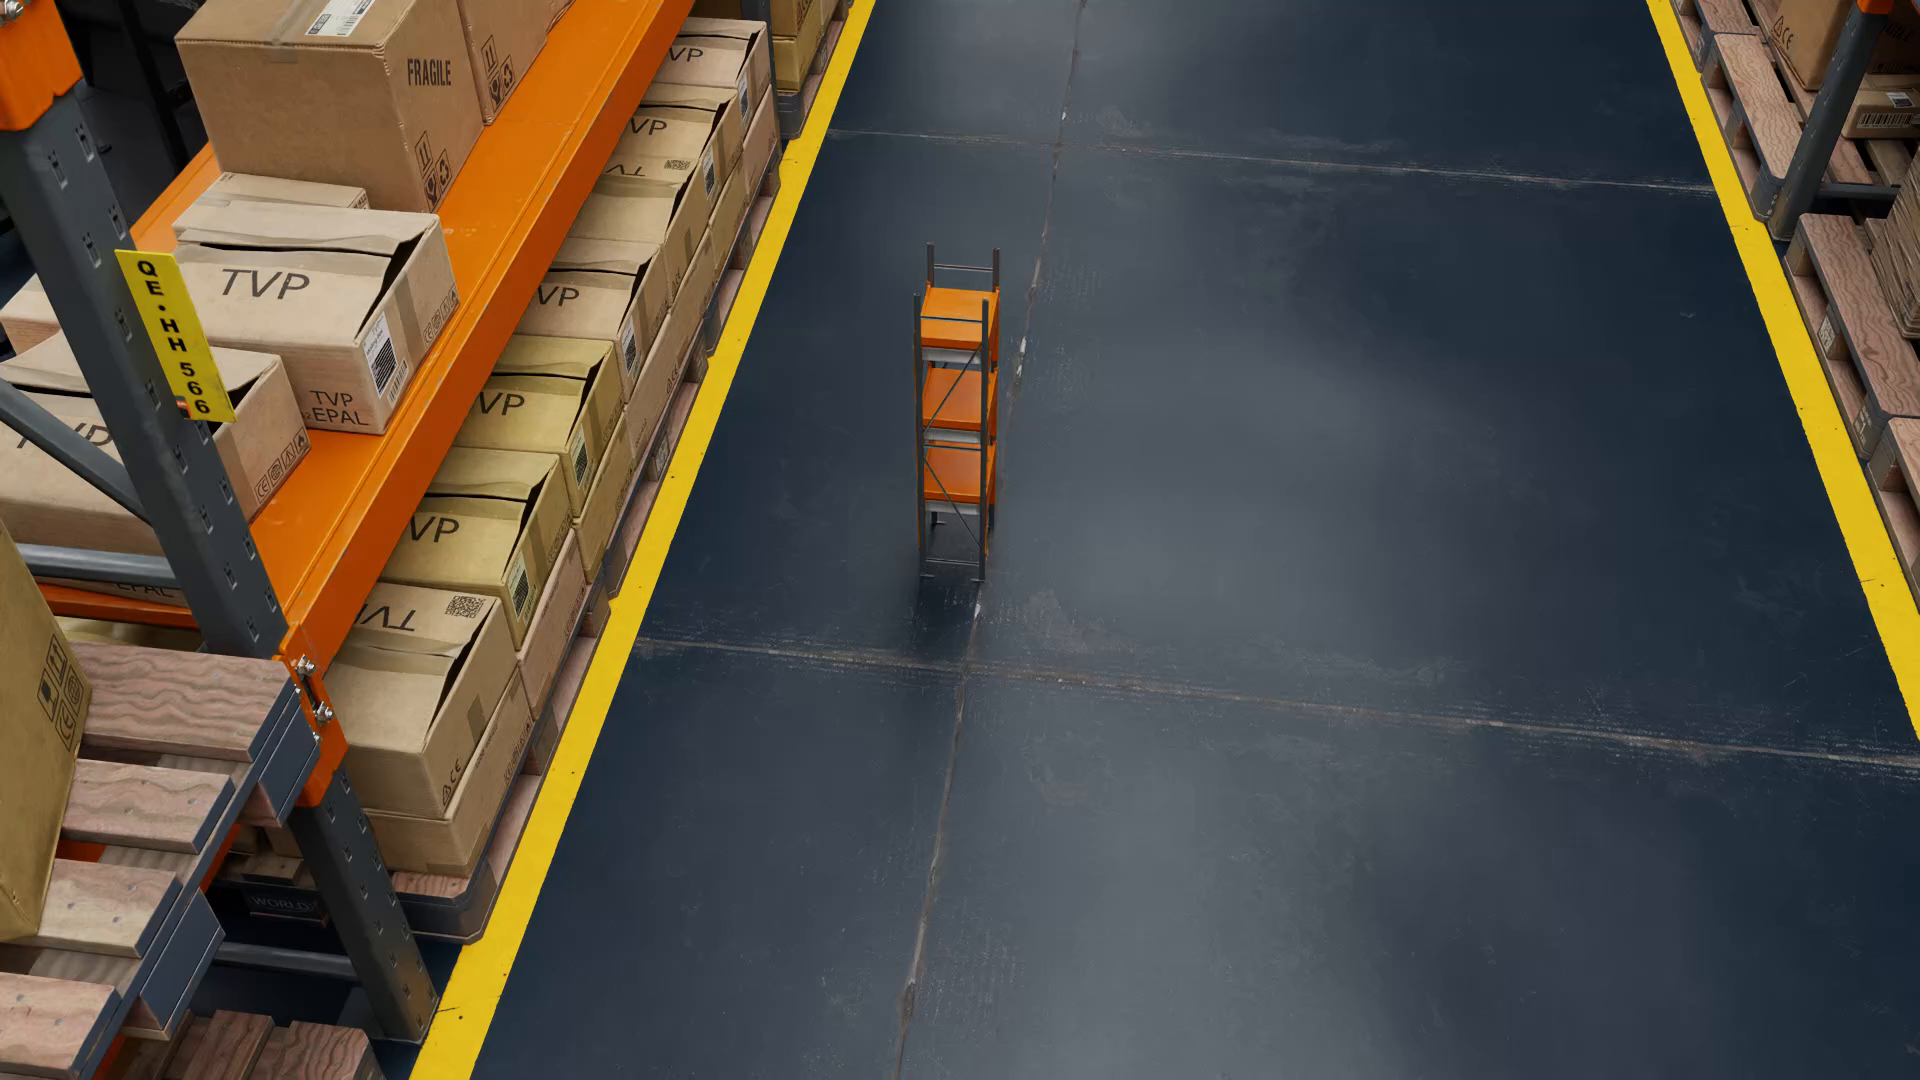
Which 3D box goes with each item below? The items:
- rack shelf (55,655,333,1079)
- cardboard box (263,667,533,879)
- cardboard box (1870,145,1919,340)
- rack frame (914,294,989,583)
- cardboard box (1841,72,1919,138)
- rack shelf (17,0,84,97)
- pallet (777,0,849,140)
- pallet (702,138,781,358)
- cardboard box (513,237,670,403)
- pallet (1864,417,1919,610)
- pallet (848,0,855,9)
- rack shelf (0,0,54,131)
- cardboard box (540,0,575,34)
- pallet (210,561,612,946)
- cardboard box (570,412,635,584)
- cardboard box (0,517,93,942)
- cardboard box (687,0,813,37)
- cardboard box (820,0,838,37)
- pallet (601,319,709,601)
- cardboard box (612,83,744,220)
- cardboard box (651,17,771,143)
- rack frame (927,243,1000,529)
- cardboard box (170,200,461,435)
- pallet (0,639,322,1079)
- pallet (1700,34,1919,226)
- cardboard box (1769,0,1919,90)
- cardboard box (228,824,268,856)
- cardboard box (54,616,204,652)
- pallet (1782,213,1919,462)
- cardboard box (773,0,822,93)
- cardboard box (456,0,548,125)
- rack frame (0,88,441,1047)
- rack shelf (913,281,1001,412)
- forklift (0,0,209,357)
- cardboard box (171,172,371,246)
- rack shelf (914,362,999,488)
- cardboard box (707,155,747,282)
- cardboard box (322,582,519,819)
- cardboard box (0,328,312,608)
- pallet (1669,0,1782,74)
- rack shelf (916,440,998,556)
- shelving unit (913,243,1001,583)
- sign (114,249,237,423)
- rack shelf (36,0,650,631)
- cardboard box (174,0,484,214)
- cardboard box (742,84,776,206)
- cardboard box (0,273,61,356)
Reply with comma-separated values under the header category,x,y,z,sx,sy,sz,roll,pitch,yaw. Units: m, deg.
category,x,y,z,sx,sy,sz,roll,pitch,yaw
rack shelf,-2.036,1.658,1.841,1.077,0.370,4.000,5,44,6
cardboard box,-1.412,0.549,4.183,0.500,0.250,0.500,5,44,5
cardboard box,3.587,-0.994,5.616,0.700,0.500,0.500,7,44,7
rack frame,-0.023,-0.262,4.763,0.200,1.050,0.008,5,44,6
cardboard box,3.709,-1.743,6.650,0.380,0.166,0.250,0,43,0
rack shelf,-1.508,-2.157,3.688,1.077,0.370,4.000,5,44,6
pallet,-1.096,-2.218,7.439,1.003,0.211,1.213,5,44,6
pallet,-1.302,-1.174,6.337,1.003,0.211,1.213,5,44,6
cardboard box,-1.213,-0.711,5.106,0.500,0.311,0.500,5,44,5
pallet,3.407,0.132,4.957,1.003,0.211,1.213,5,44,6
pallet,-0.938,-3.052,8.320,1.003,0.211,1.213,5,44,6
rack shelf,-2.036,0.569,0.809,1.077,0.370,4.000,5,44,6
cardboard box,-1.430,-1.848,4.947,0.500,0.500,0.500,8,44,9
pallet,-1.624,0.489,4.580,1.003,0.211,1.213,5,44,6
cardboard box,-1.283,-0.148,4.919,0.500,0.250,0.500,4,44,4
cardboard box,-1.743,0.284,2.390,0.700,0.500,0.500,-8,44,-9
cardboard box,-0.871,-2.406,6.759,0.500,0.500,0.500,5,44,6
cardboard box,-0.810,-2.475,7.377,0.500,0.250,0.500,5,44,6
pallet,-1.461,-0.340,5.456,1.003,0.211,1.213,5,44,6
cardboard box,-1.075,-1.393,5.826,0.500,0.311,0.500,6,44,7
cardboard box,-1.012,-1.748,6.201,0.500,0.311,0.500,5,44,6
rack frame,0.009,-0.428,4.938,0.200,1.050,0.008,5,44,6
cardboard box,-1.462,-0.526,3.689,0.500,0.311,0.500,5,44,5
pallet,-1.792,0.572,2.604,1.213,0.211,1.003,5,44,6
pallet,3.721,-1.693,6.885,1.003,0.211,1.213,5,44,6
cardboard box,3.765,-2.208,6.898,0.500,0.500,0.500,2,43,2
cardboard box,-1.944,0.499,4.236,0.500,0.250,0.500,6,44,7
cardboard box,-1.947,0.297,4.042,0.500,0.311,0.500,6,44,7
pallet,3.566,-0.701,5.837,1.003,0.211,1.213,5,44,6
cardboard box,-0.881,-2.135,7.018,0.500,0.250,0.500,5,44,6
cardboard box,-1.497,-1.506,4.587,0.500,0.500,0.500,5,44,6
rack frame,-1.772,0.034,3.033,1.000,3.000,0.127,5,44,6
rack shelf,-0.007,-0.543,4.663,0.215,0.259,0.240,5,44,6
forklift,-3.091,-2.332,5.582,1.130,2.935,3.031,19,47,19
cardboard box,-1.659,-0.749,4.042,0.380,0.149,0.250,8,44,9
rack shelf,-0.007,-0.337,4.858,0.215,0.259,0.240,5,44,6
cardboard box,-1.079,-1.193,6.023,0.500,0.250,0.500,5,44,5
cardboard box,-1.412,0.346,3.990,0.500,0.311,0.500,7,44,7
cardboard box,-1.681,-0.178,3.321,0.500,0.311,0.500,8,44,8
pallet,3.880,-2.527,7.765,1.003,0.211,1.213,5,44,6
rack shelf,-0.007,-0.135,5.049,0.215,0.259,0.240,5,44,6
shelving unit,-0.007,-0.345,4.851,0.215,1.050,0.252,5,44,6
sign,-1.233,-0.315,2.617,0.100,0.325,0.005,5,44,6
rack shelf,-1.508,-1.139,4.652,0.919,0.124,3.809,5,44,6
cardboard box,-1.566,-1.148,4.208,0.500,0.500,0.500,3,44,3
cardboard box,-1.011,-1.538,6.387,0.500,0.250,0.500,5,44,5
cardboard box,-1.927,-0.513,3.793,0.380,0.149,0.250,5,44,6
